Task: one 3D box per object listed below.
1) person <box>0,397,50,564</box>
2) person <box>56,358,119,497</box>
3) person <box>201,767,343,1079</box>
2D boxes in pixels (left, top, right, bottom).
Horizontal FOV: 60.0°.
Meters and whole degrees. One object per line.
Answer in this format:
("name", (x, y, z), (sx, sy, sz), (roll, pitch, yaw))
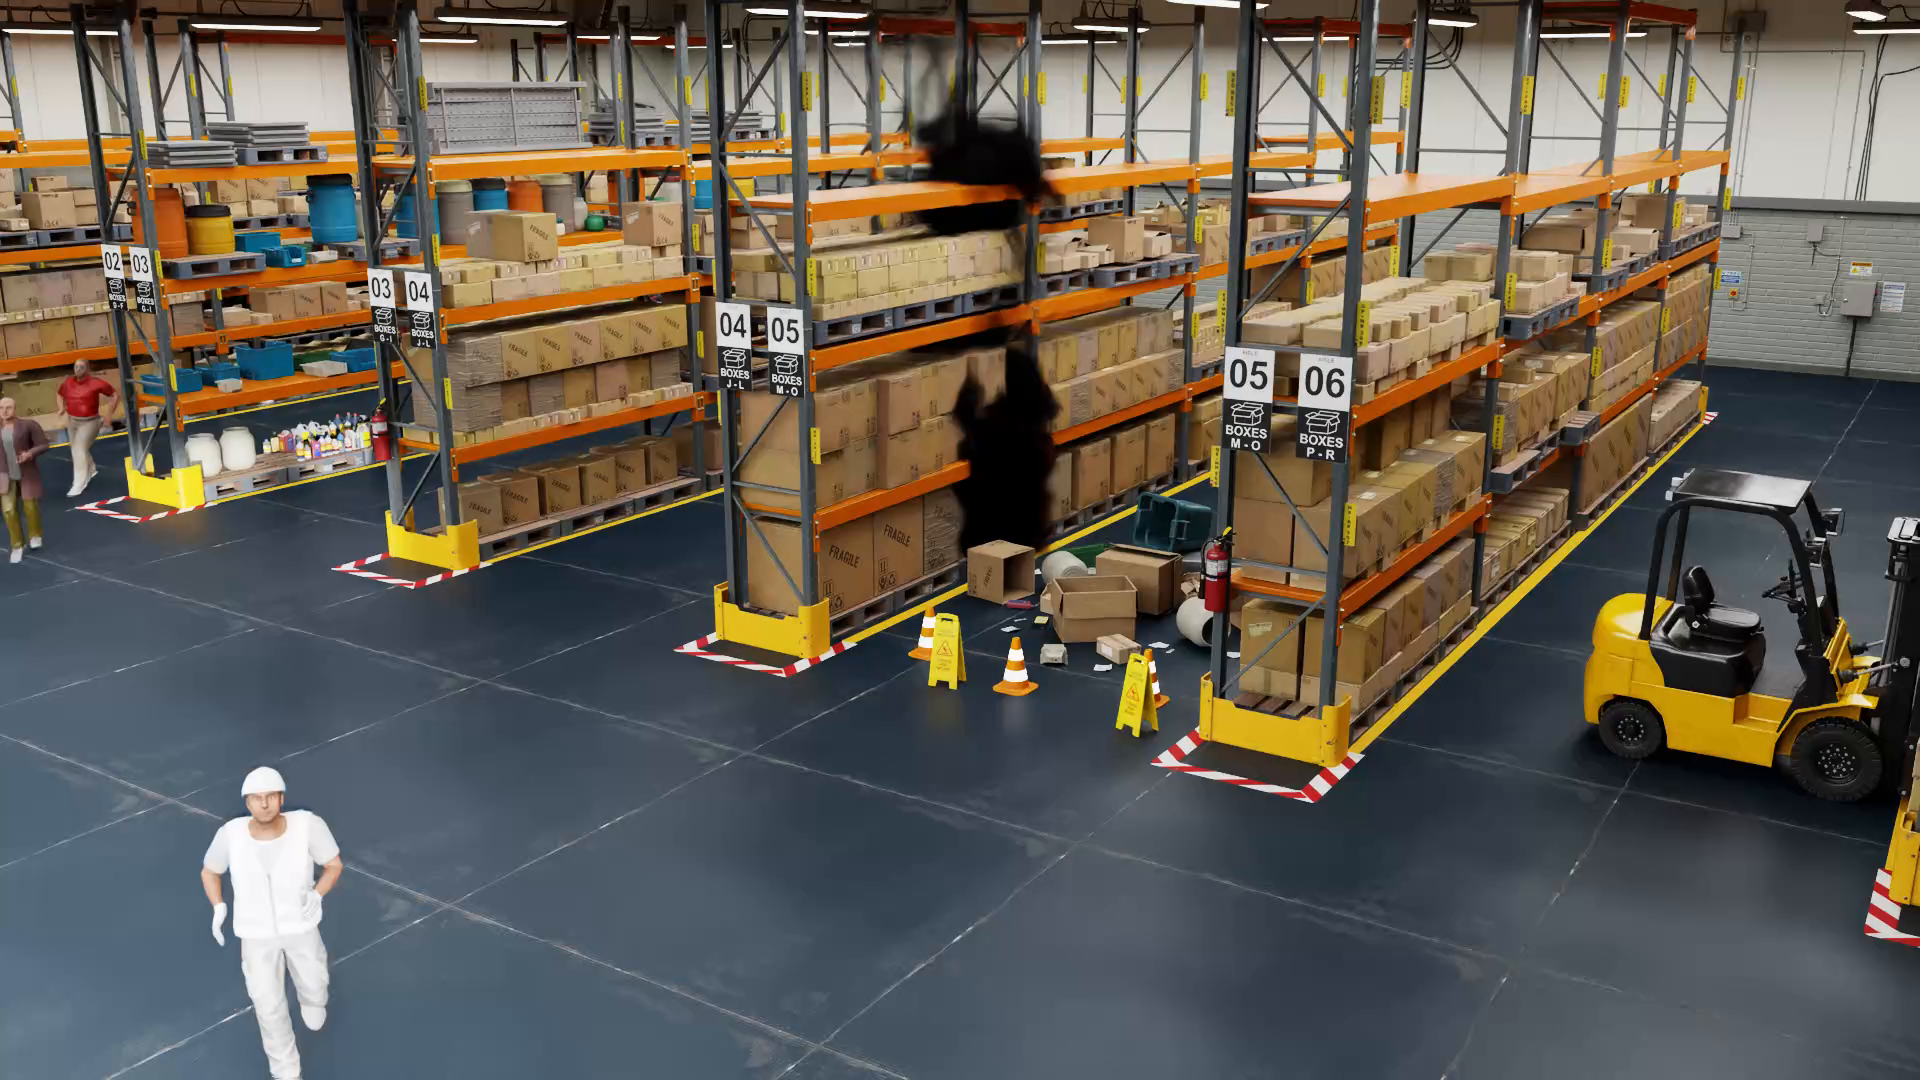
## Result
("person", (-10.399, -0.674, 18.397), (0.690, 1.846, 0.857), (-6, 17, -20))
("person", (-11.227, -1.460, 21.359), (0.737, 1.765, 0.767), (3, 16, 9))
("person", (-3.579, 2.015, 8.729), (0.694, 1.747, 0.804), (-6, 17, -19))
